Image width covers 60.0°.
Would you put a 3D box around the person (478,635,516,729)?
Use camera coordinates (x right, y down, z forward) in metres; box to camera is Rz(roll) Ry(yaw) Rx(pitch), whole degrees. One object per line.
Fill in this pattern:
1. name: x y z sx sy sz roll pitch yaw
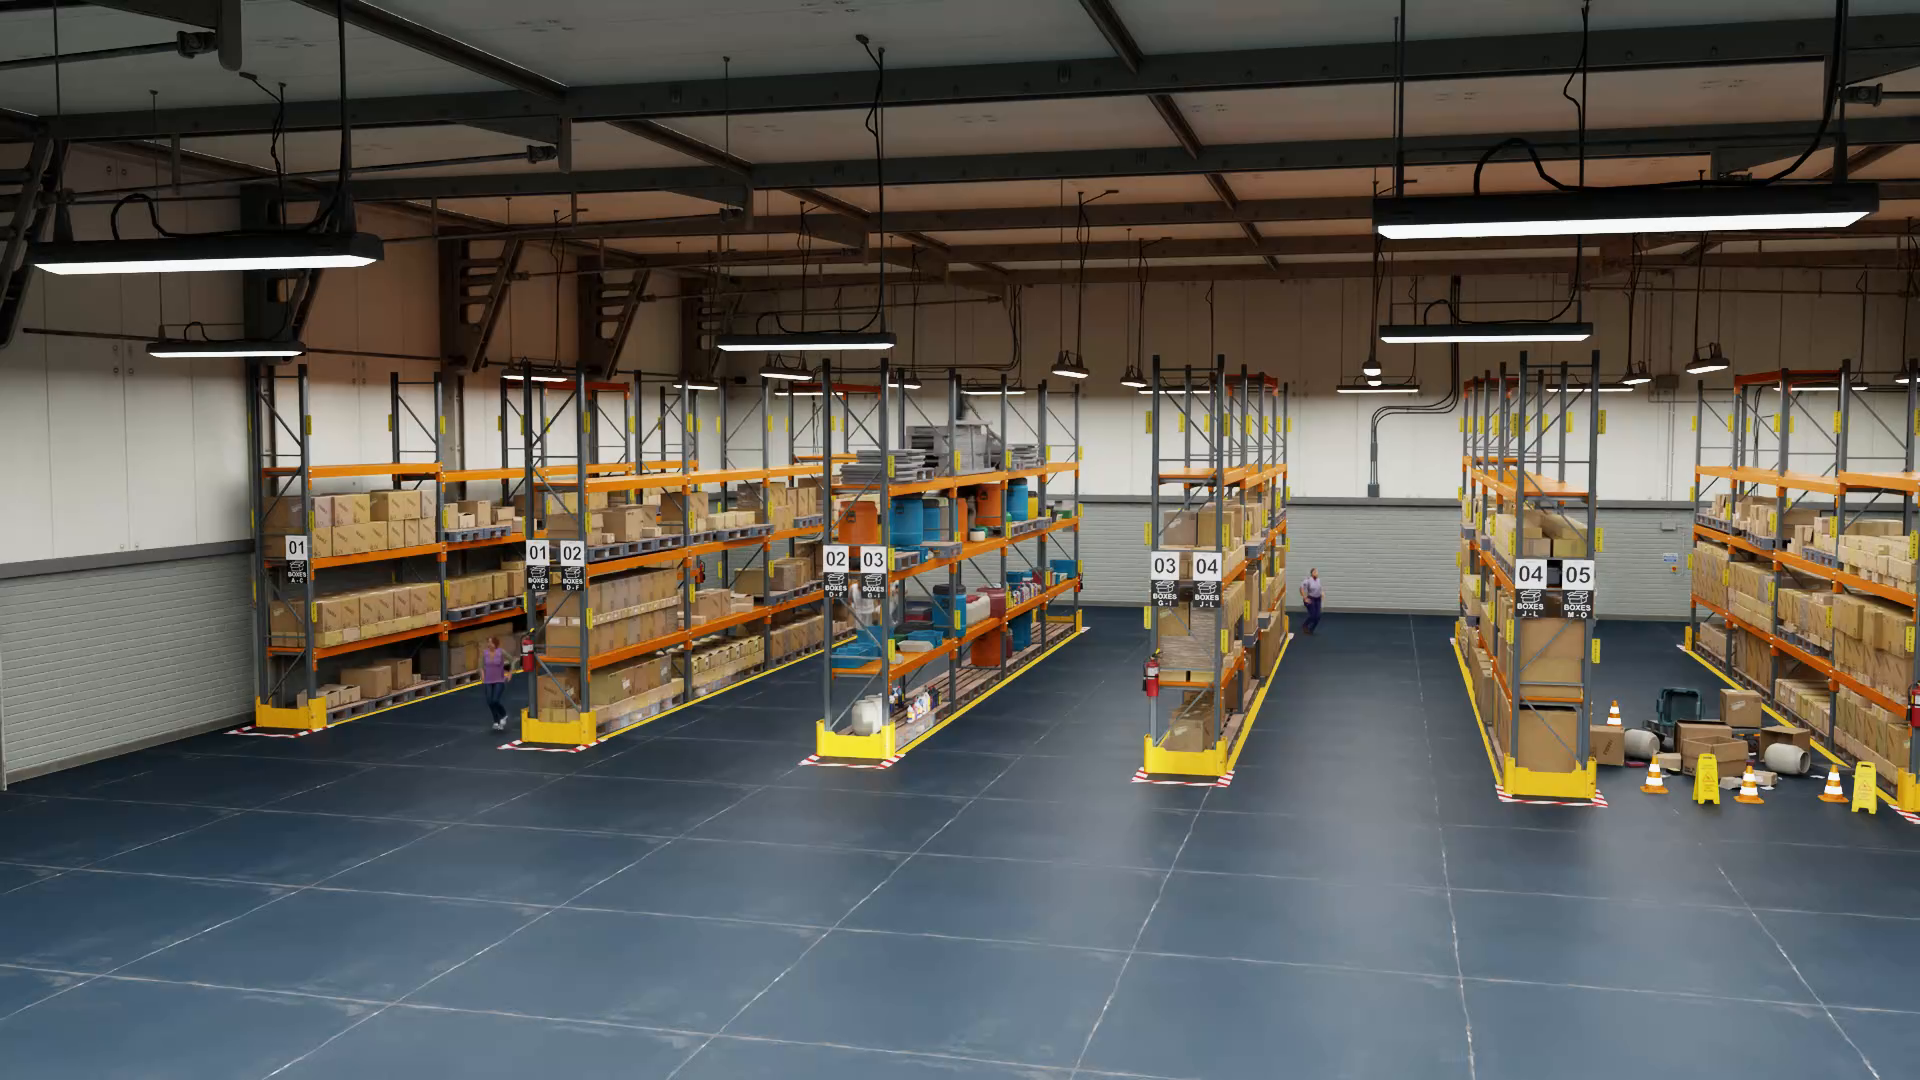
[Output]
1. person: -7.596 2.336 27.164 0.560 1.562 0.600 0 4 7

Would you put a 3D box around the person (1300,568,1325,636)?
1. person: 8.426 1.476 39.601 0.627 1.616 0.519 -2 5 -29

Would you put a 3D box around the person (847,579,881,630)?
1. person: -1.989 1.512 34.479 0.676 1.682 0.768 1 4 13

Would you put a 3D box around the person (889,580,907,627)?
1. person: -1.469 1.516 38.954 0.601 1.677 0.908 1 4 15
